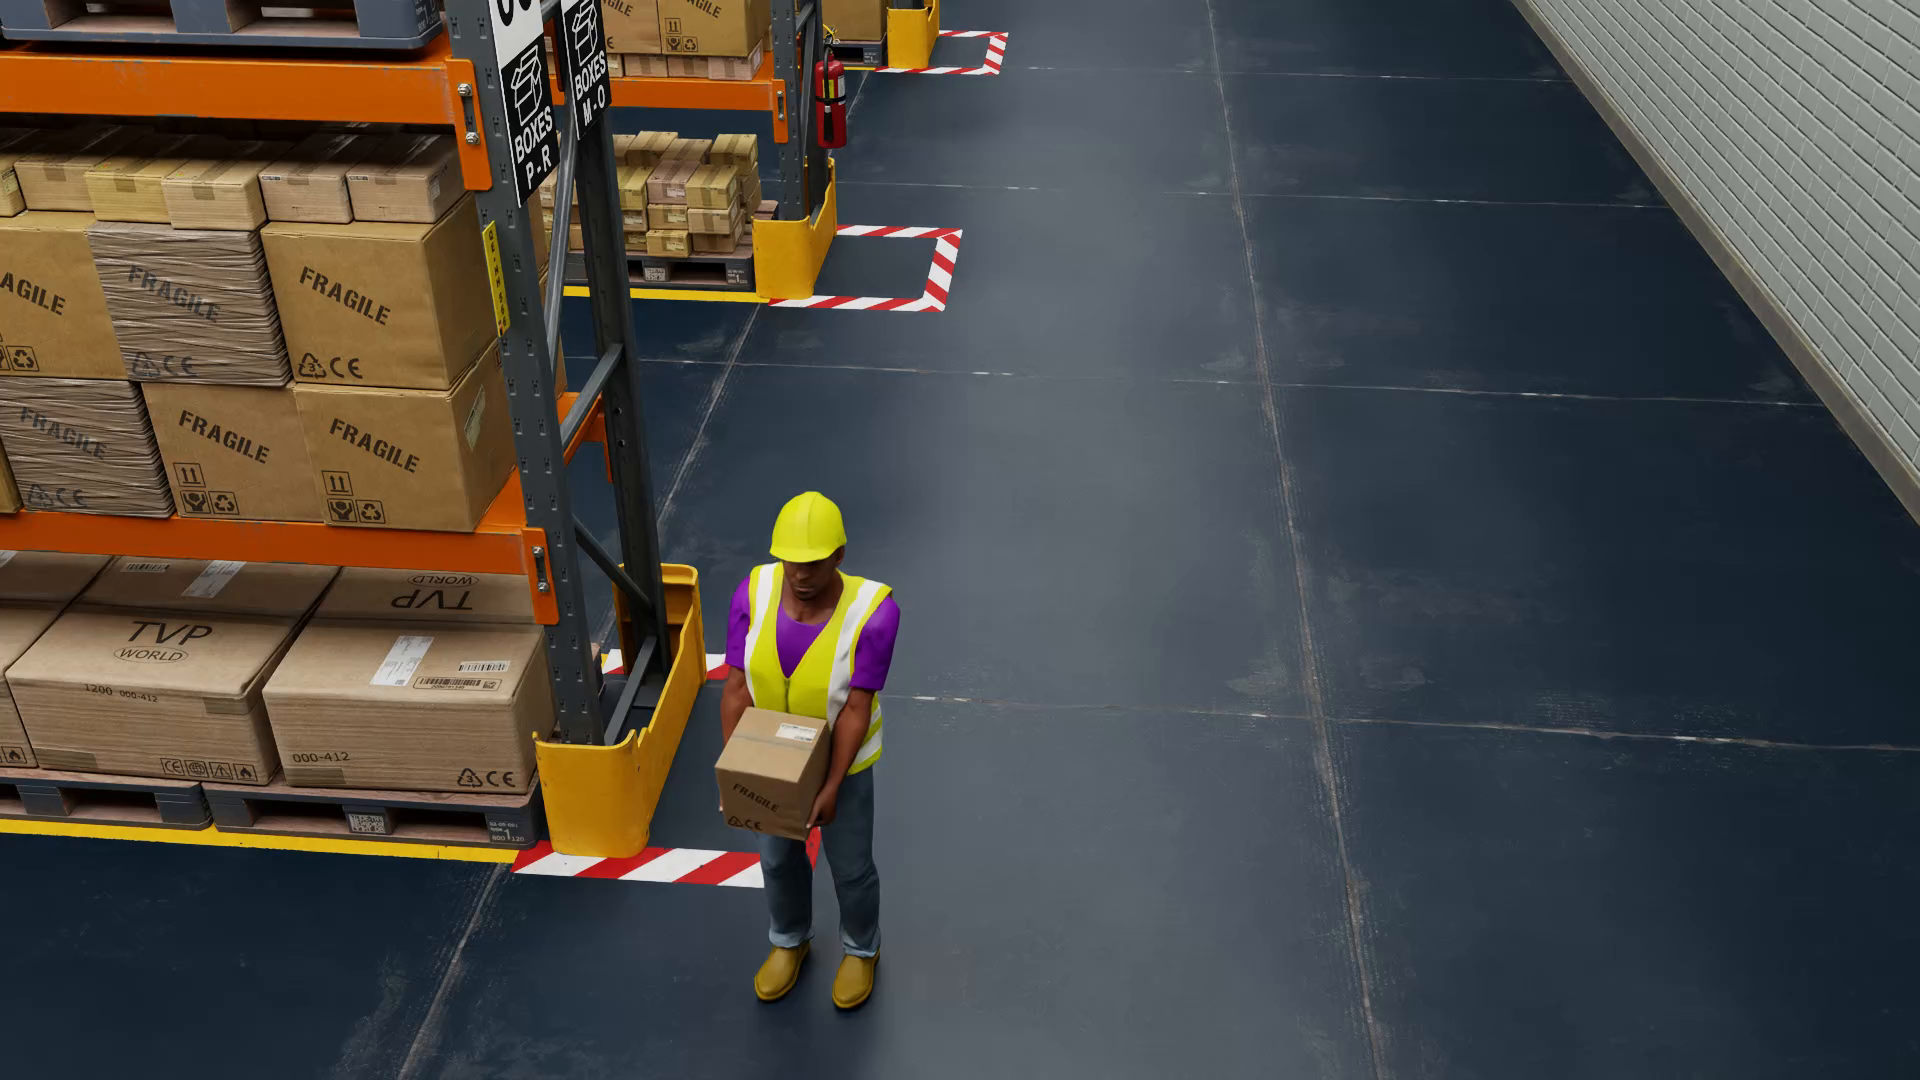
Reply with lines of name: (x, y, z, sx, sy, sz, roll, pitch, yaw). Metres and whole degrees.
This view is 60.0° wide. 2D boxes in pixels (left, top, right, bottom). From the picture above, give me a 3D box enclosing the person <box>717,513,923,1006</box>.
person: (-0.429, 0.665, 5.049, 0.635, 1.756, 0.456, 7, 32, 11)
